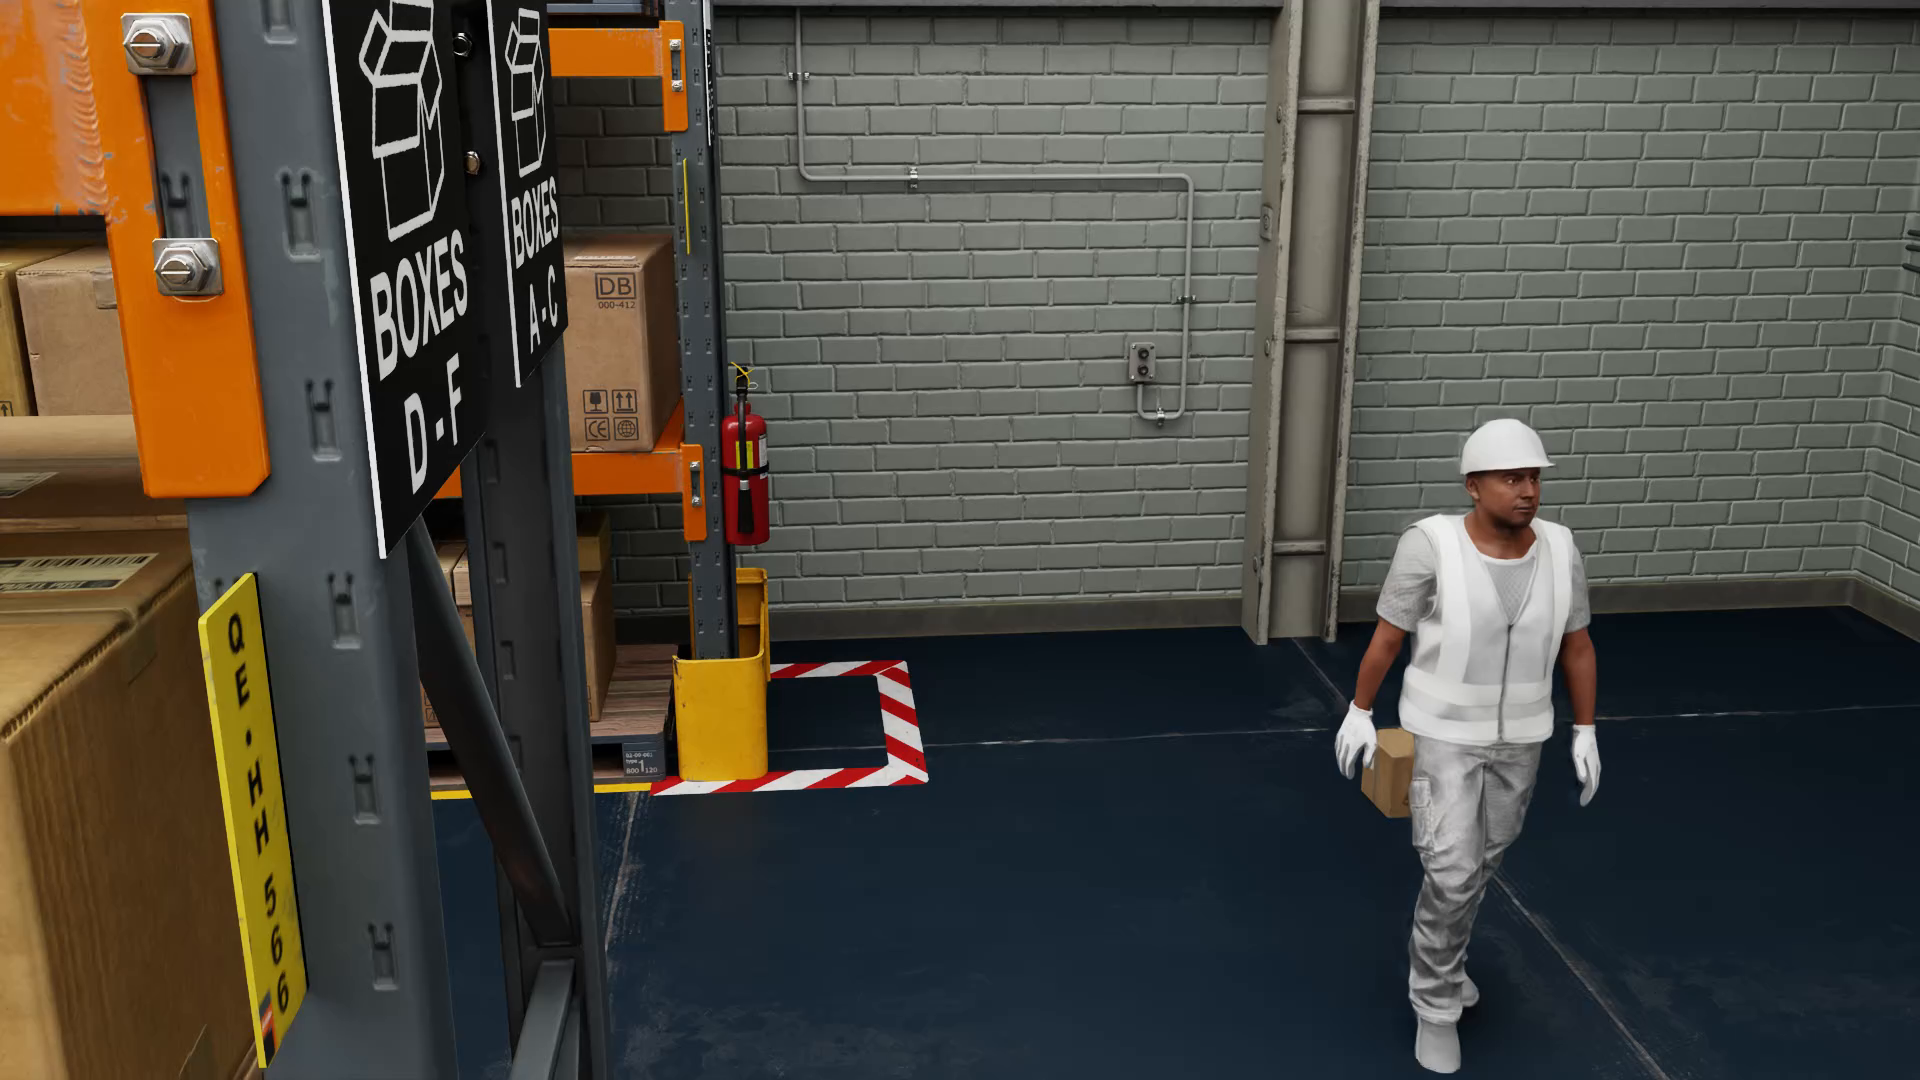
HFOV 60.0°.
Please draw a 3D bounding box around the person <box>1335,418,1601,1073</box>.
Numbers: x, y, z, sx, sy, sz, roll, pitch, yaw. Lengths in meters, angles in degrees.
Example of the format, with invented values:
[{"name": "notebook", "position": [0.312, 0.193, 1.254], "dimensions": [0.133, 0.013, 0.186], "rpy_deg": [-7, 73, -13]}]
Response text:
[{"name": "person", "position": [1.414, 0.578, 4.635], "dimensions": [0.657, 1.862, 0.550], "rpy_deg": [-3, 17, -8]}]
